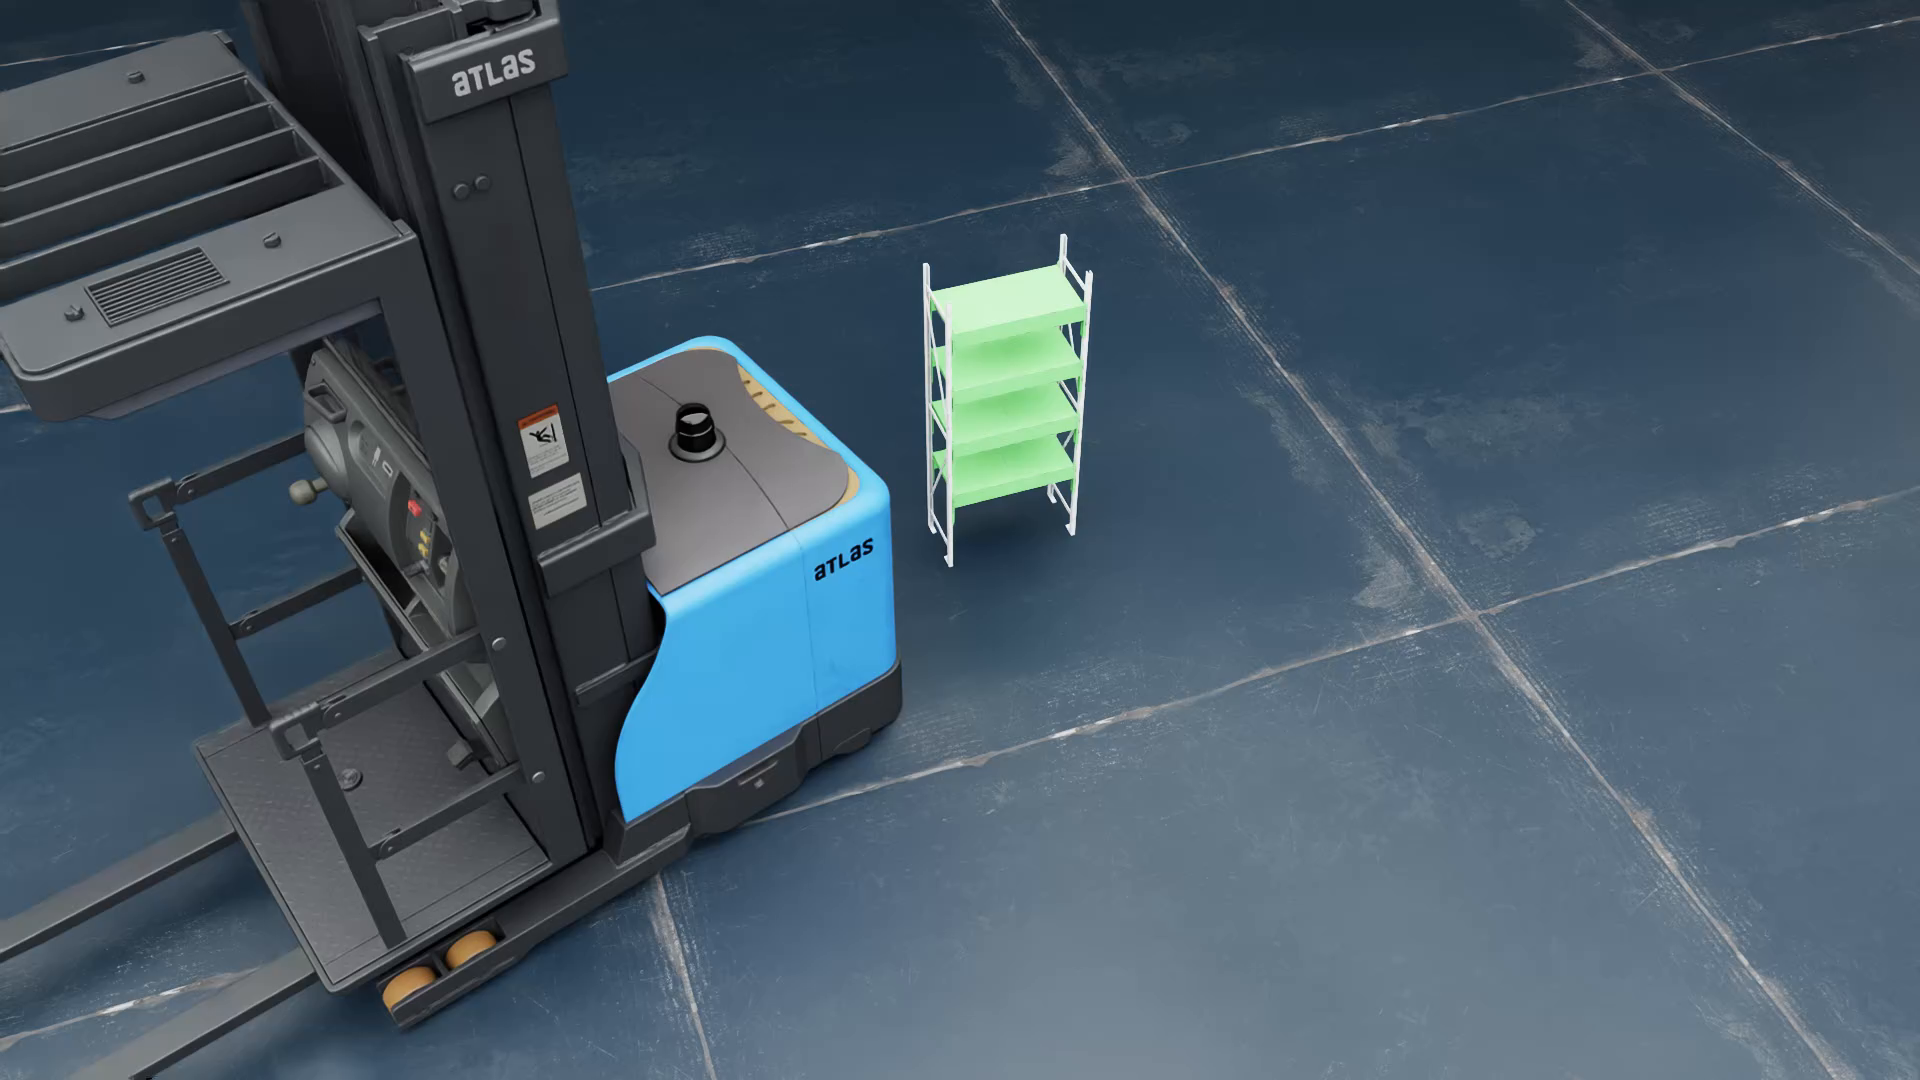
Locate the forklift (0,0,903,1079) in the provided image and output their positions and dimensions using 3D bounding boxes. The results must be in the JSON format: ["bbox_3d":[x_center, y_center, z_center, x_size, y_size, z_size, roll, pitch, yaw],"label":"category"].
[{"bbox_3d":[-1.668,-0.058,4.238,3.031,2.935,1.130,-29,52,-26],"label":"forklift"}]

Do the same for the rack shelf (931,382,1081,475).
[{"bbox_3d":[0.156,-0.418,5.910,0.480,0.148,0.258,-14,47,-14],"label":"rack shelf"}]

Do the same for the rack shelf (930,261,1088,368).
[{"bbox_3d":[0.156,-0.757,5.570,0.480,0.148,0.258,-14,47,-14],"label":"rack shelf"}]

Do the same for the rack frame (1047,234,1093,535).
[{"bbox_3d":[0.385,-0.522,5.923,0.015,1.200,0.240,-14,47,-14],"label":"rack frame"}]

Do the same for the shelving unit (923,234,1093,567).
[{"bbox_3d":[0.156,-0.463,5.865,0.503,1.200,0.258,-14,47,-14],"label":"shelving unit"}]

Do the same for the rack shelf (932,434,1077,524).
[{"bbox_3d":[0.156,-0.249,6.080,0.480,0.148,0.258,-14,47,-14],"label":"rack shelf"}]

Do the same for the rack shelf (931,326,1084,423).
[{"bbox_3d":[0.156,-0.588,5.740,0.480,0.148,0.258,-14,47,-14],"label":"rack shelf"}]

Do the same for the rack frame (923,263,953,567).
[{"bbox_3d":[-0.074,-0.405,5.806,0.015,1.200,0.240,-14,47,-14],"label":"rack frame"}]
